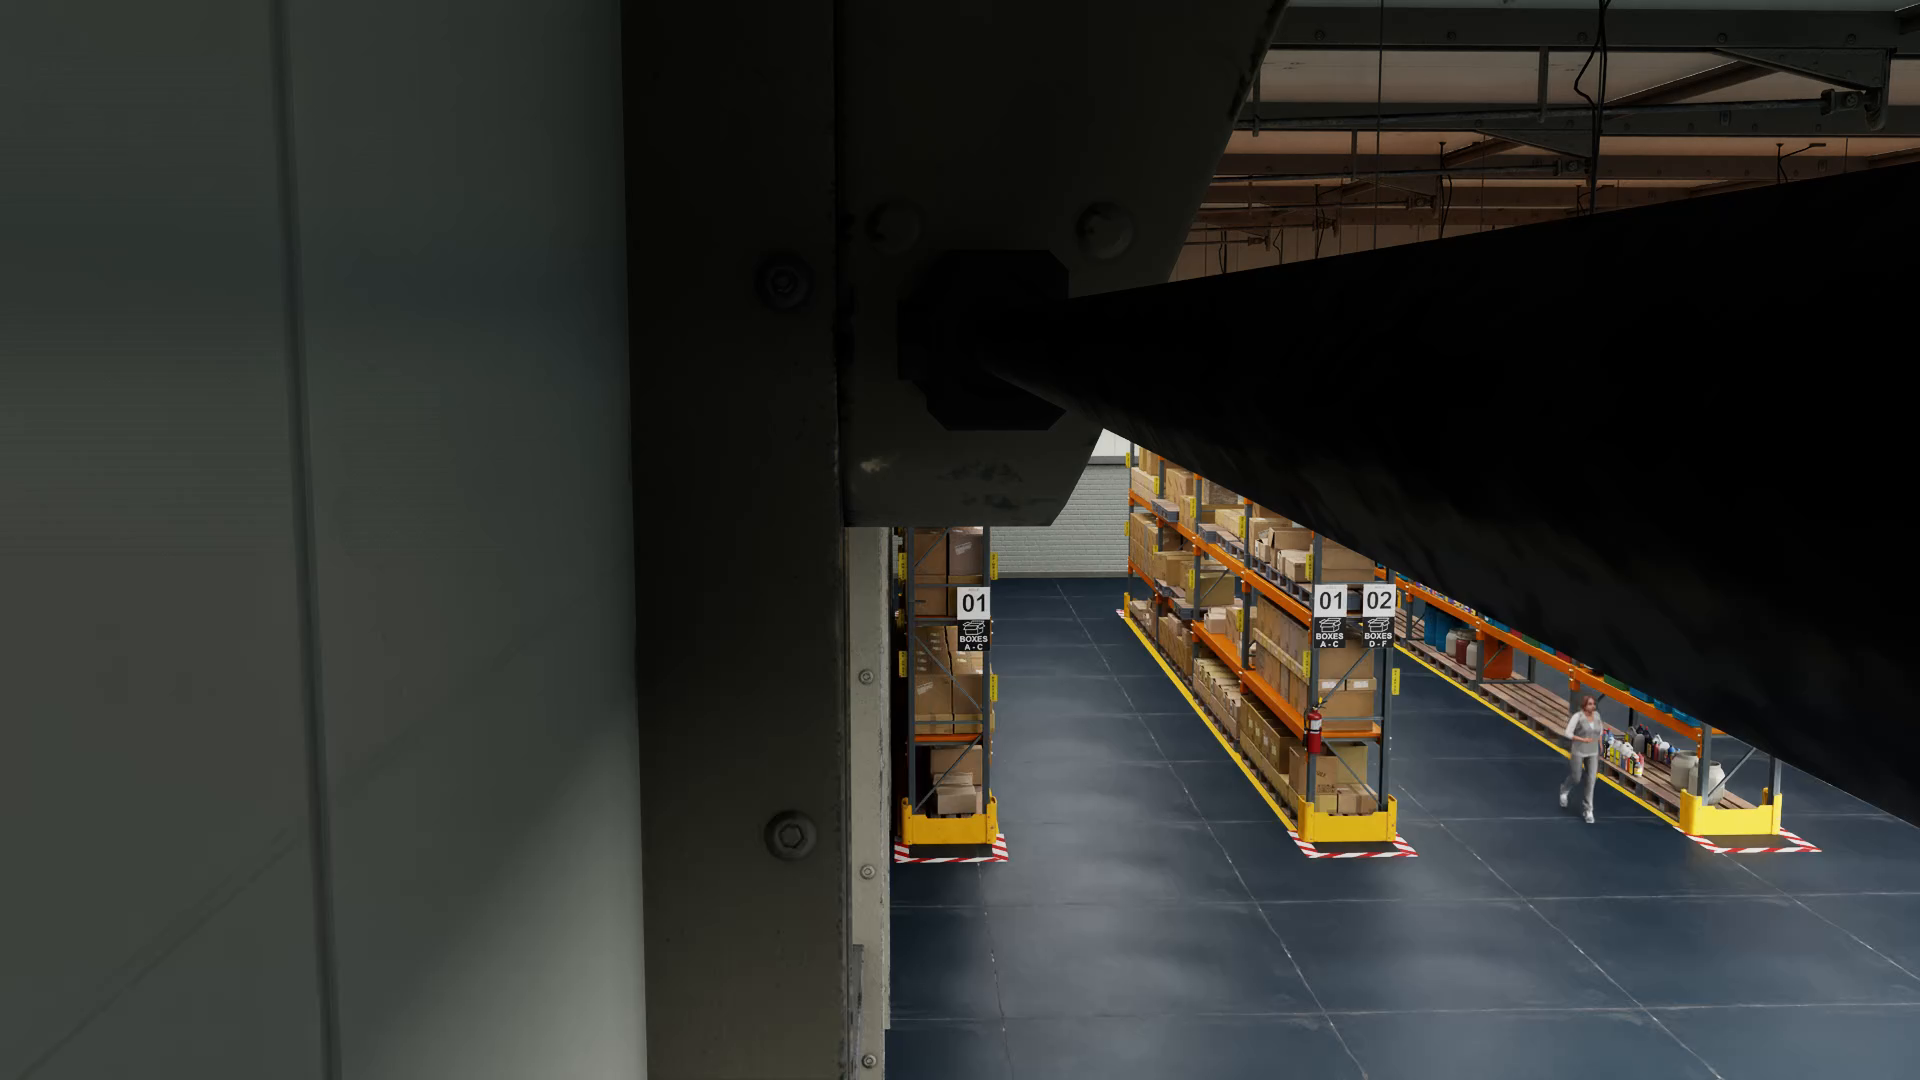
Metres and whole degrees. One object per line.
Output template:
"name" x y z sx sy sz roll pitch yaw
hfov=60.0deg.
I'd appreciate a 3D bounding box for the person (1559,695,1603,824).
"person" 8.072 2.779 21.517 0.585 1.597 0.830 -1 7 -6
